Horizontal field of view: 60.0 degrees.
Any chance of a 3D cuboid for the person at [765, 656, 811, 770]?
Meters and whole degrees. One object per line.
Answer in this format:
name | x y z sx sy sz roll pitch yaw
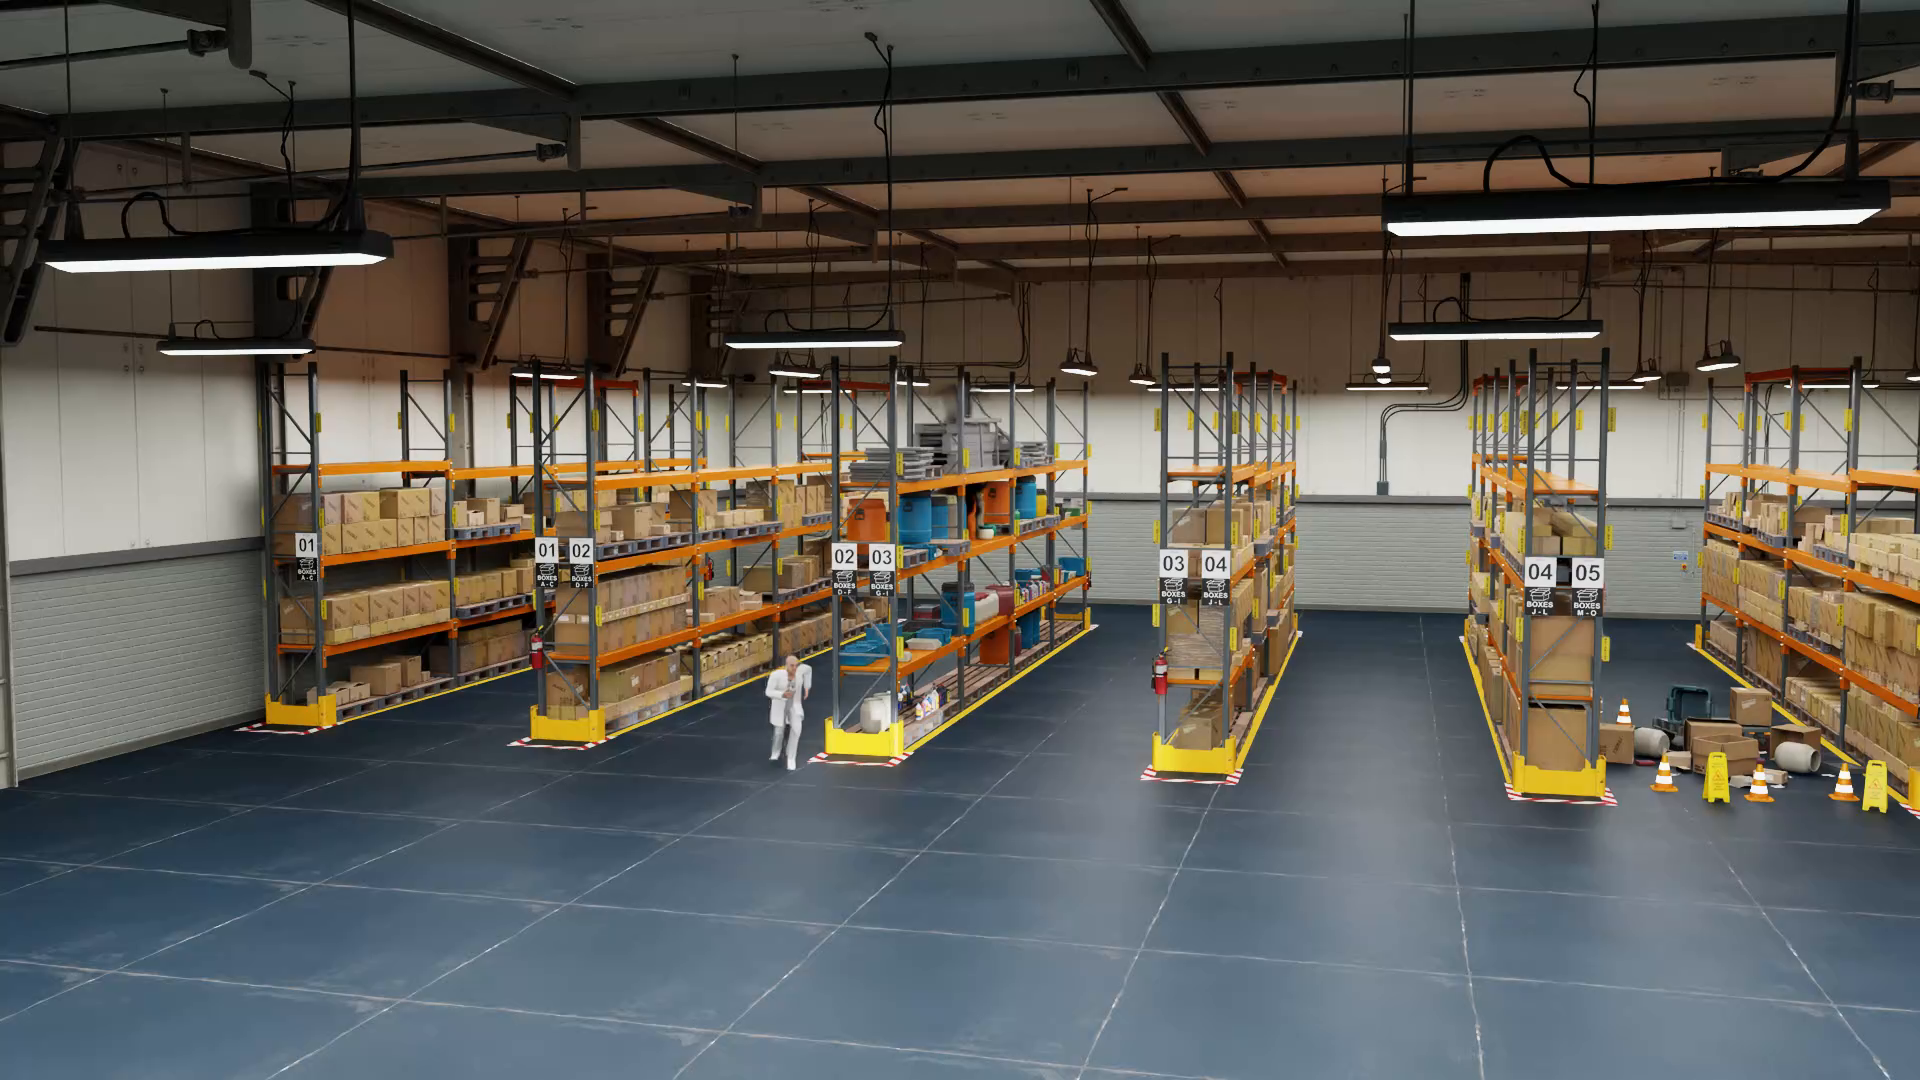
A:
person | -2.513 2.570 24.213 0.748 1.559 1.066 -2 4 -22
